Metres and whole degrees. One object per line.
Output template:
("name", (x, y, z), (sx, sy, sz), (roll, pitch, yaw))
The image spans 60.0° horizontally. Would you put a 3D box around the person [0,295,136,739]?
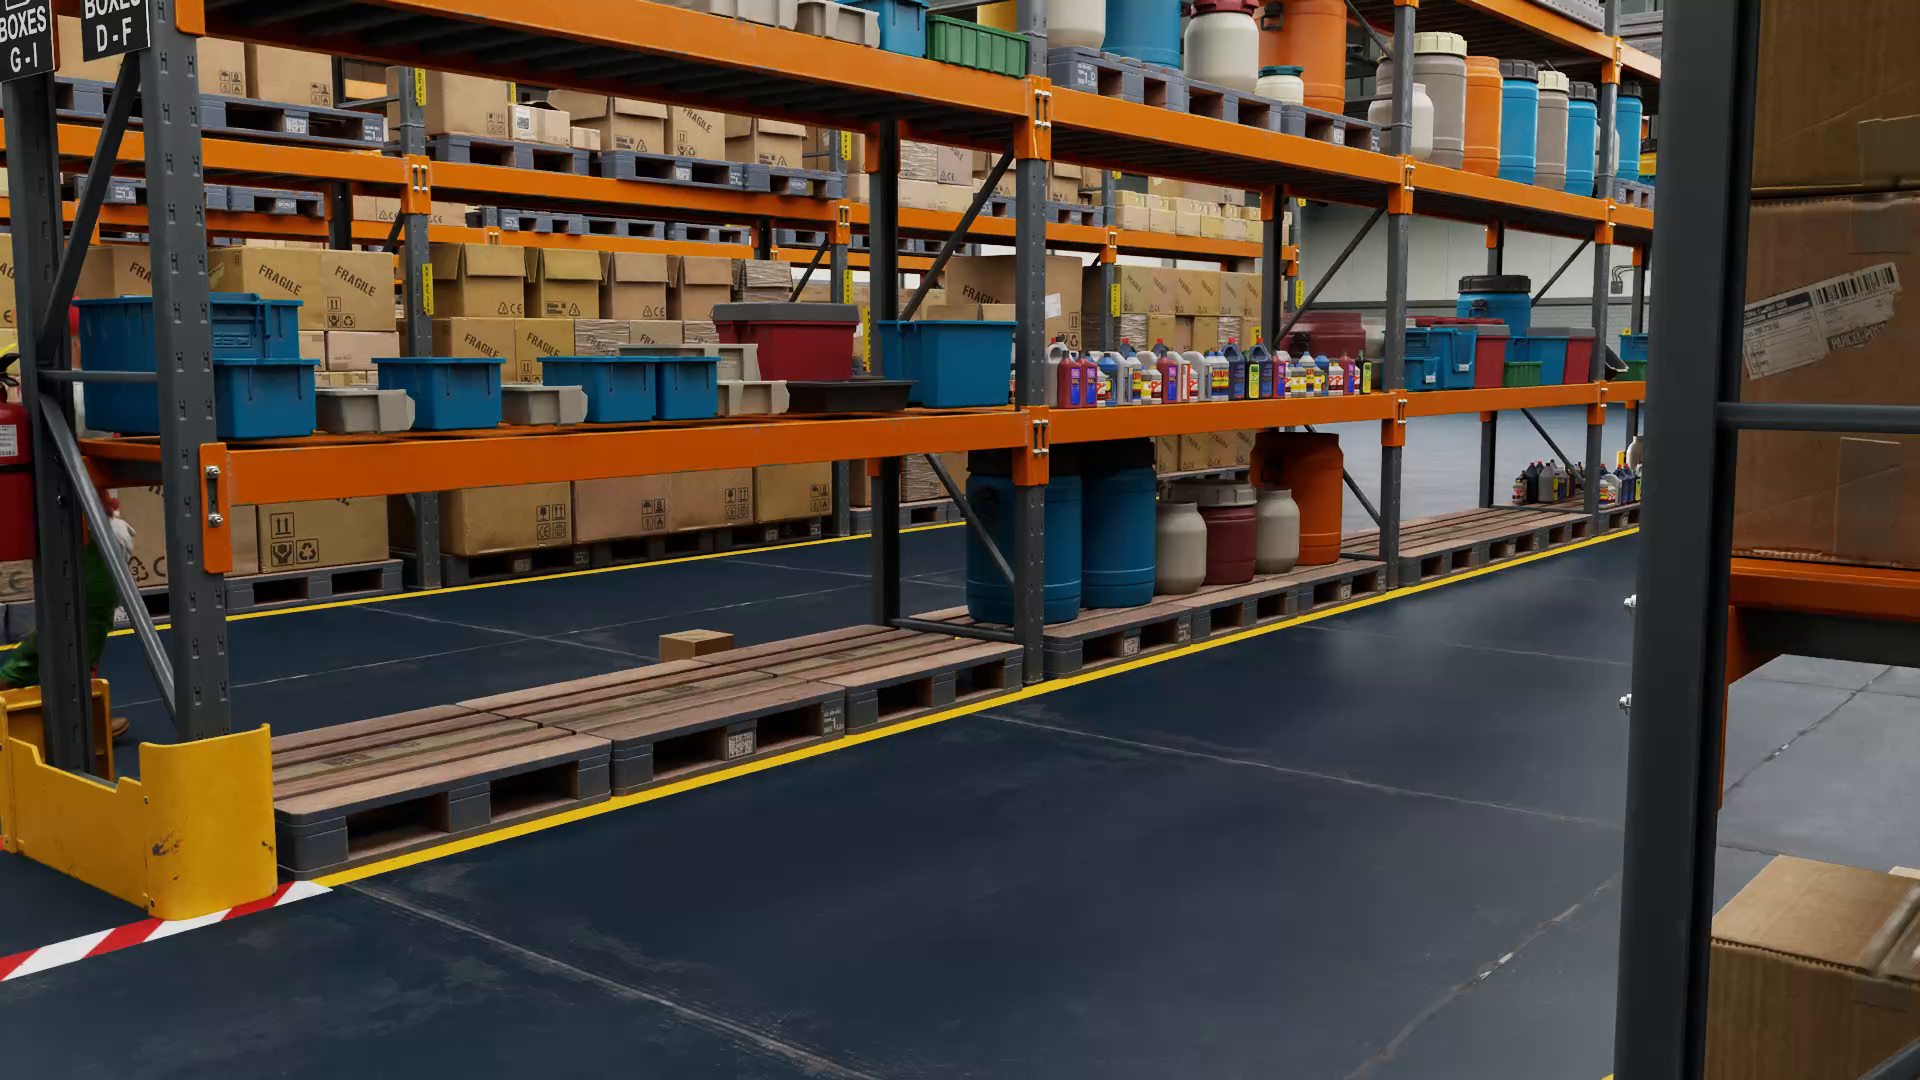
("person", (-3.495, -0.061, 6.501), (0.624, 1.778, 0.498), (6, 9, 42))
